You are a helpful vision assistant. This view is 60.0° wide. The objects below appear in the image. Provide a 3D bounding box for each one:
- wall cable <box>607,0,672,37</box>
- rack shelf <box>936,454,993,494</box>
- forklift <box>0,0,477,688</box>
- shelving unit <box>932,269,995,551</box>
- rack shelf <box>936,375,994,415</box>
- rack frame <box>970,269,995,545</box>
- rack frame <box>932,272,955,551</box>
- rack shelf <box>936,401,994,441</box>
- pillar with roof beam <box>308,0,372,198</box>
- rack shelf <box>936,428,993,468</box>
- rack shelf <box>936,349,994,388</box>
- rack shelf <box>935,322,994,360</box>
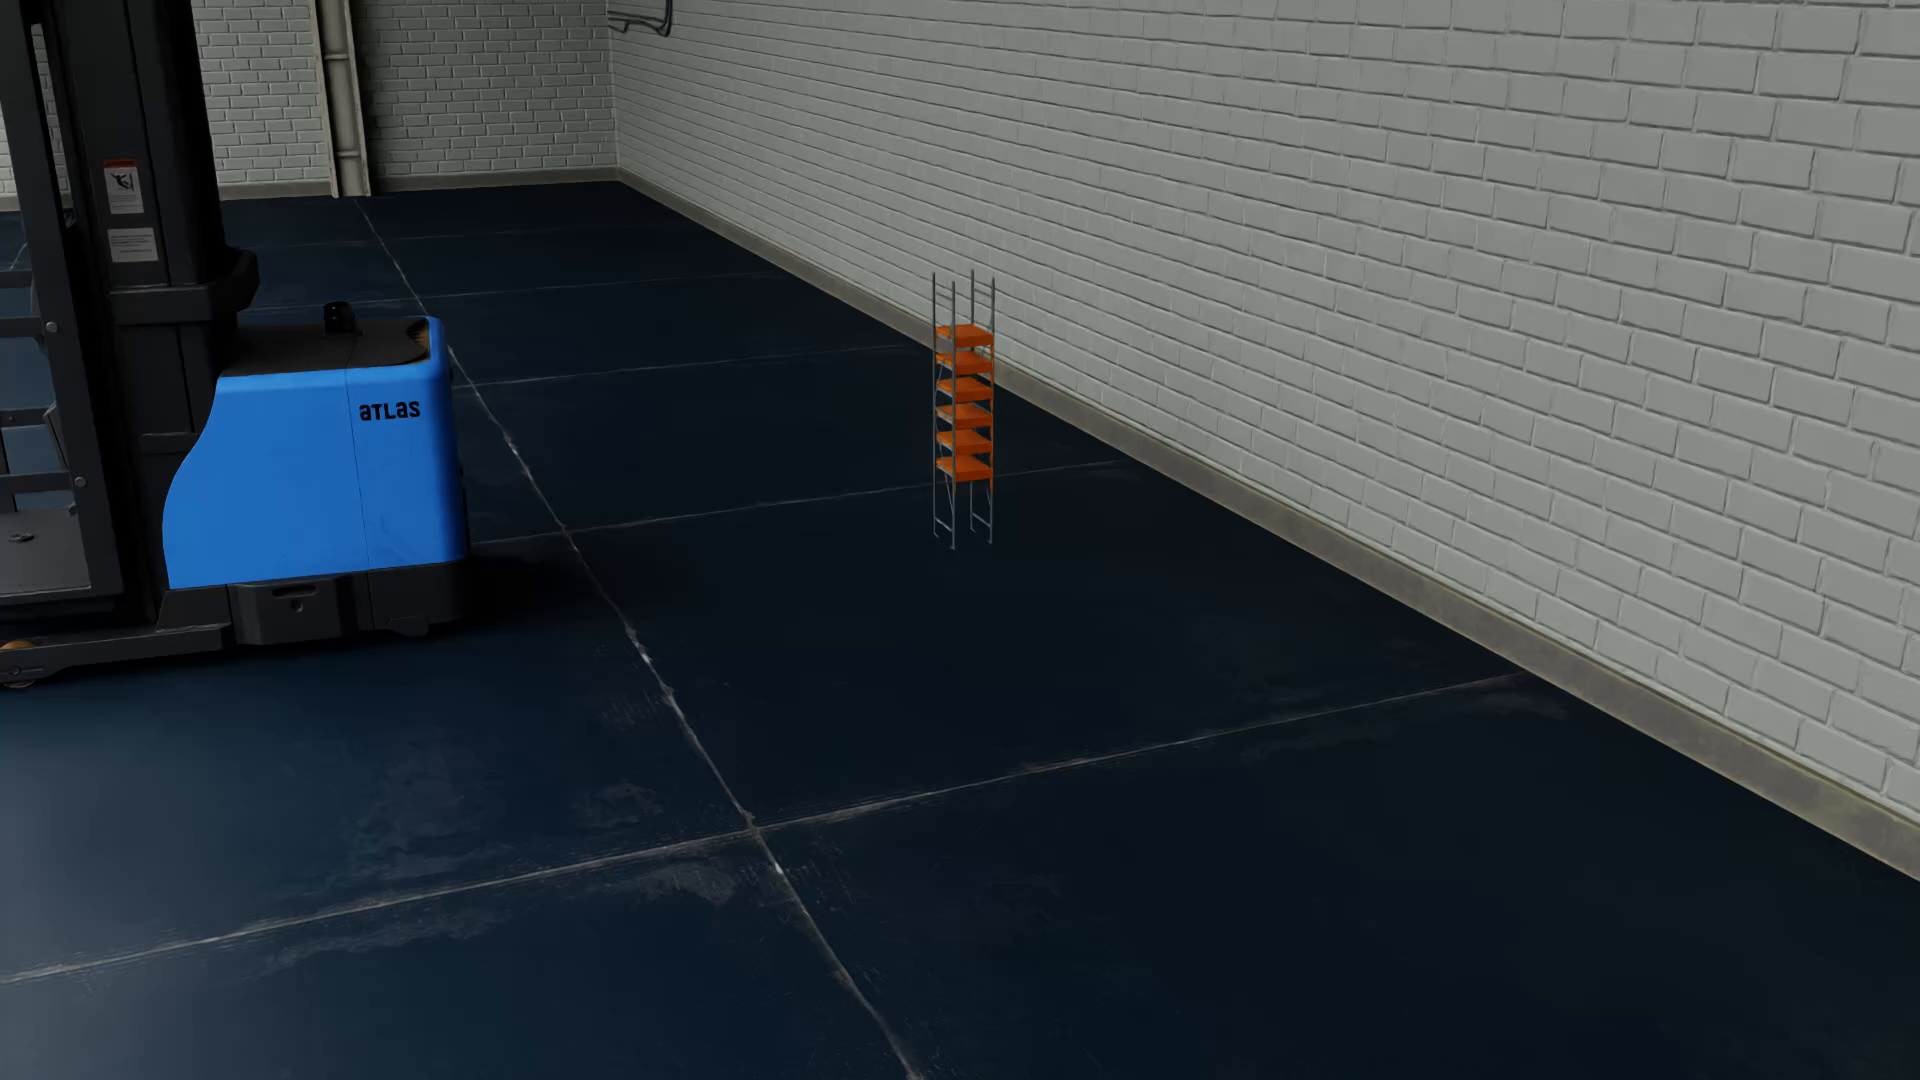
[{"bbox_3d":[-3.464,-6.559,17.275,0.112,2.526,3.097,-8,21,-22],"label":"wall cable"},{"bbox_3d":[0.013,-0.300,7.423,0.180,0.103,0.258,-8,21,-22],"label":"rack shelf"},{"bbox_3d":[-3.467,-1.025,6.021,3.031,2.935,1.130,-6,20,-16],"label":"forklift"},{"bbox_3d":[0.013,-0.568,7.328,0.189,1.200,0.258,-8,21,-22],"label":"shelving unit"},{"bbox_3d":[0.013,-0.639,7.303,0.180,0.103,0.258,-8,21,-22],"label":"rack shelf"},{"bbox_3d":[0.097,-0.580,7.362,0.006,1.200,0.240,-8,21,-22],"label":"rack frame"},{"bbox_3d":[-0.071,-0.556,7.294,0.006,1.200,0.240,-8,21,-22],"label":"rack frame"},{"bbox_3d":[0.013,-0.526,7.343,0.180,0.103,0.258,-8,21,-22],"label":"rack shelf"},{"bbox_3d":[-4.987,-6.726,13.075,0.400,9.000,9.100,-8,21,-22],"label":"pillar with roof beam"},{"bbox_3d":[0.013,-0.413,7.383,0.180,0.103,0.258,-8,21,-22],"label":"rack shelf"},{"bbox_3d":[0.013,-0.752,7.263,0.180,0.103,0.258,-8,21,-22],"label":"rack shelf"},{"bbox_3d":[0.013,-0.866,7.223,0.180,0.103,0.258,-8,21,-22],"label":"rack shelf"}]
